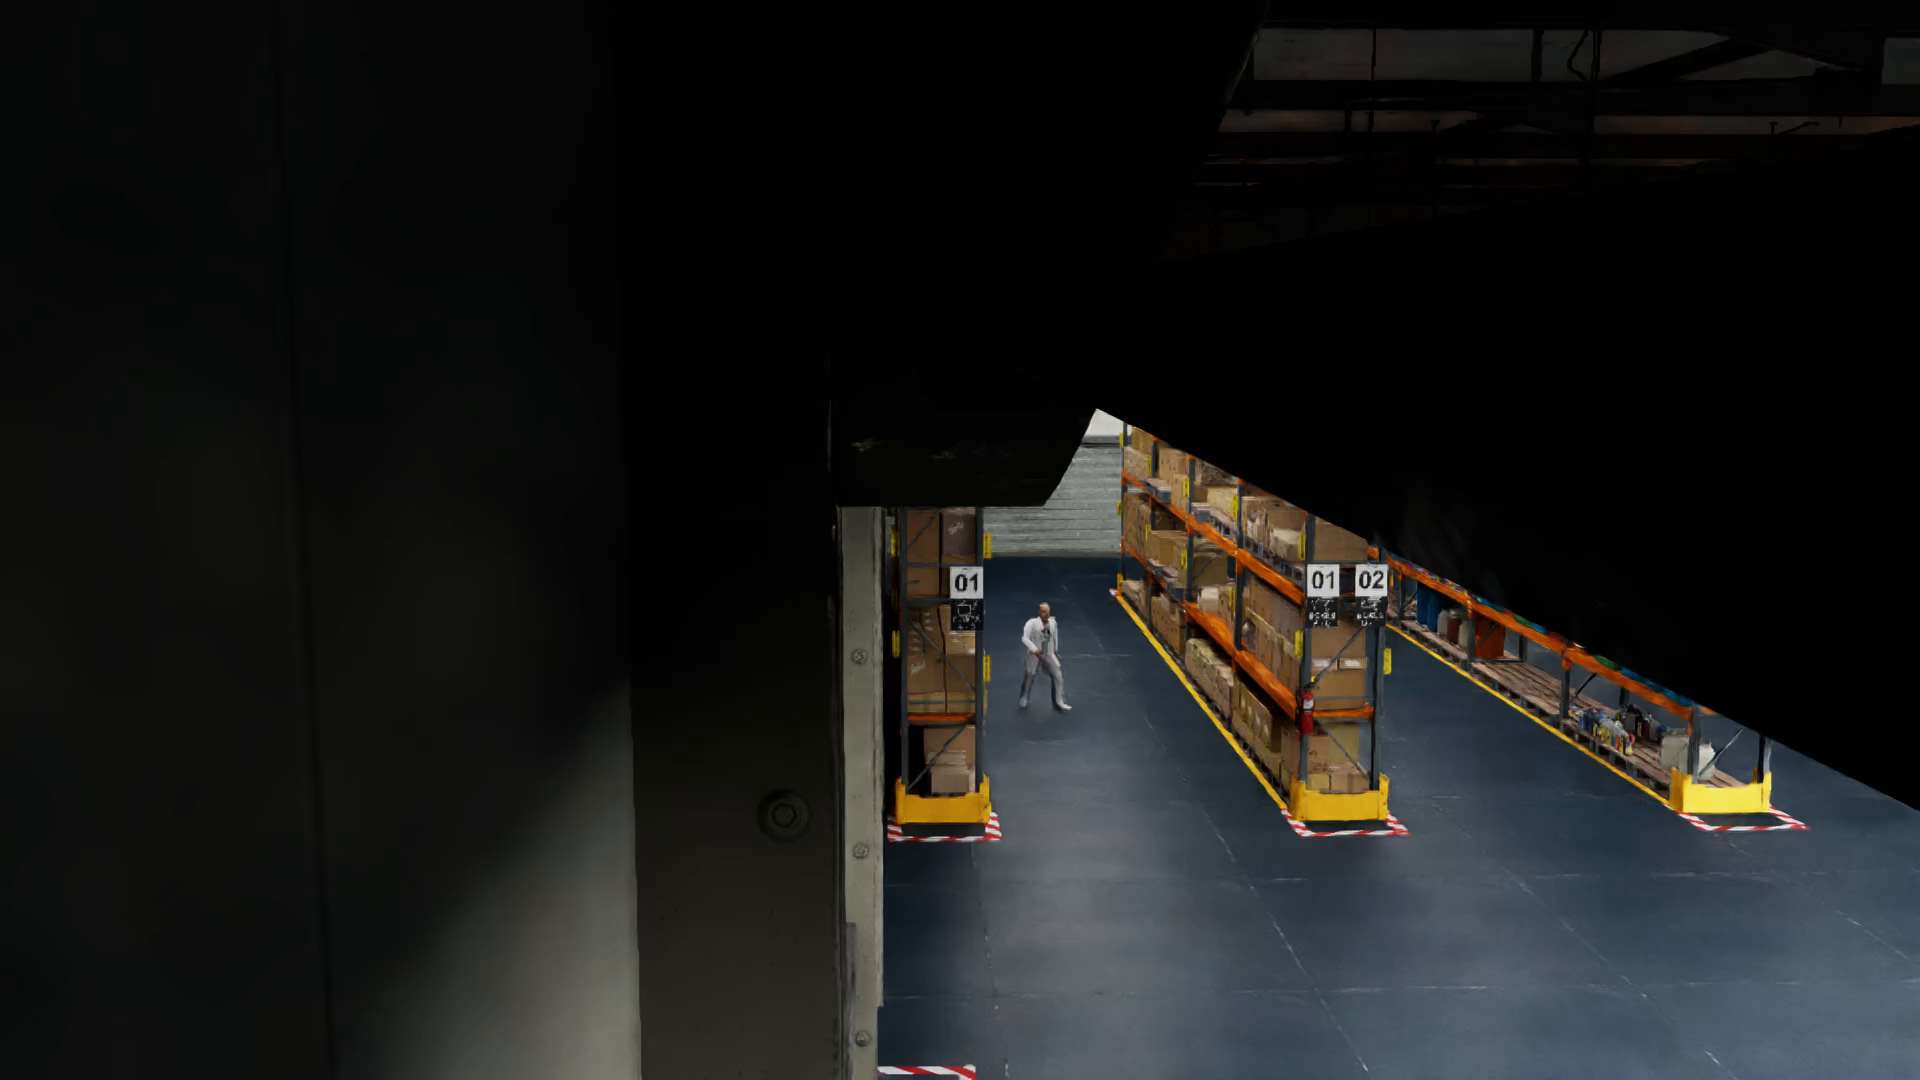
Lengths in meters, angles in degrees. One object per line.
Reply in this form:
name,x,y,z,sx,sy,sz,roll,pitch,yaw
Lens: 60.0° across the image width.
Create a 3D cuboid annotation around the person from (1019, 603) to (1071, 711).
person,1.273,1.807,26.142,0.724,1.713,0.901,-3,8,-19
